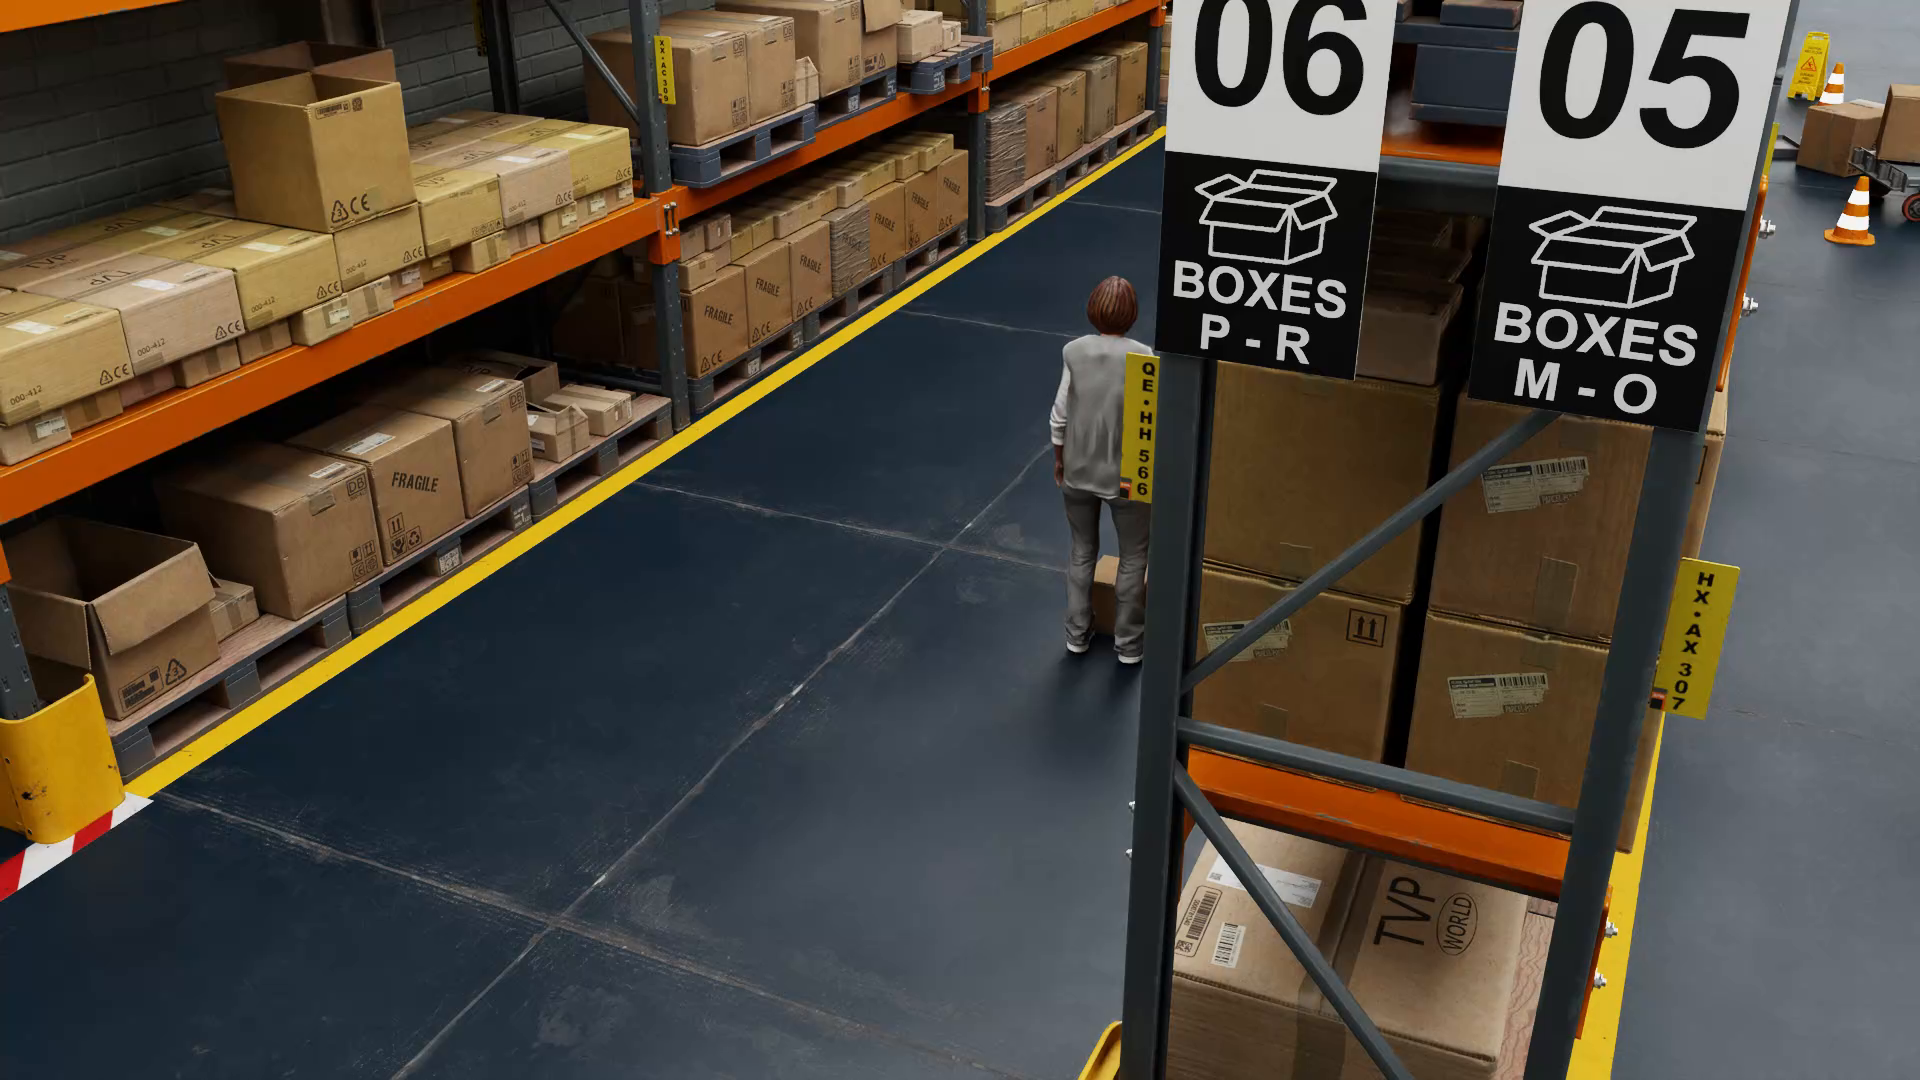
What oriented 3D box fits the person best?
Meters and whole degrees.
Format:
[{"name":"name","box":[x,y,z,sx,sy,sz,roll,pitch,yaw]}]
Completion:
[{"name":"person","box":[0.590,-0.257,6.642,0.482,1.594,0.341,11,28,21]}]
